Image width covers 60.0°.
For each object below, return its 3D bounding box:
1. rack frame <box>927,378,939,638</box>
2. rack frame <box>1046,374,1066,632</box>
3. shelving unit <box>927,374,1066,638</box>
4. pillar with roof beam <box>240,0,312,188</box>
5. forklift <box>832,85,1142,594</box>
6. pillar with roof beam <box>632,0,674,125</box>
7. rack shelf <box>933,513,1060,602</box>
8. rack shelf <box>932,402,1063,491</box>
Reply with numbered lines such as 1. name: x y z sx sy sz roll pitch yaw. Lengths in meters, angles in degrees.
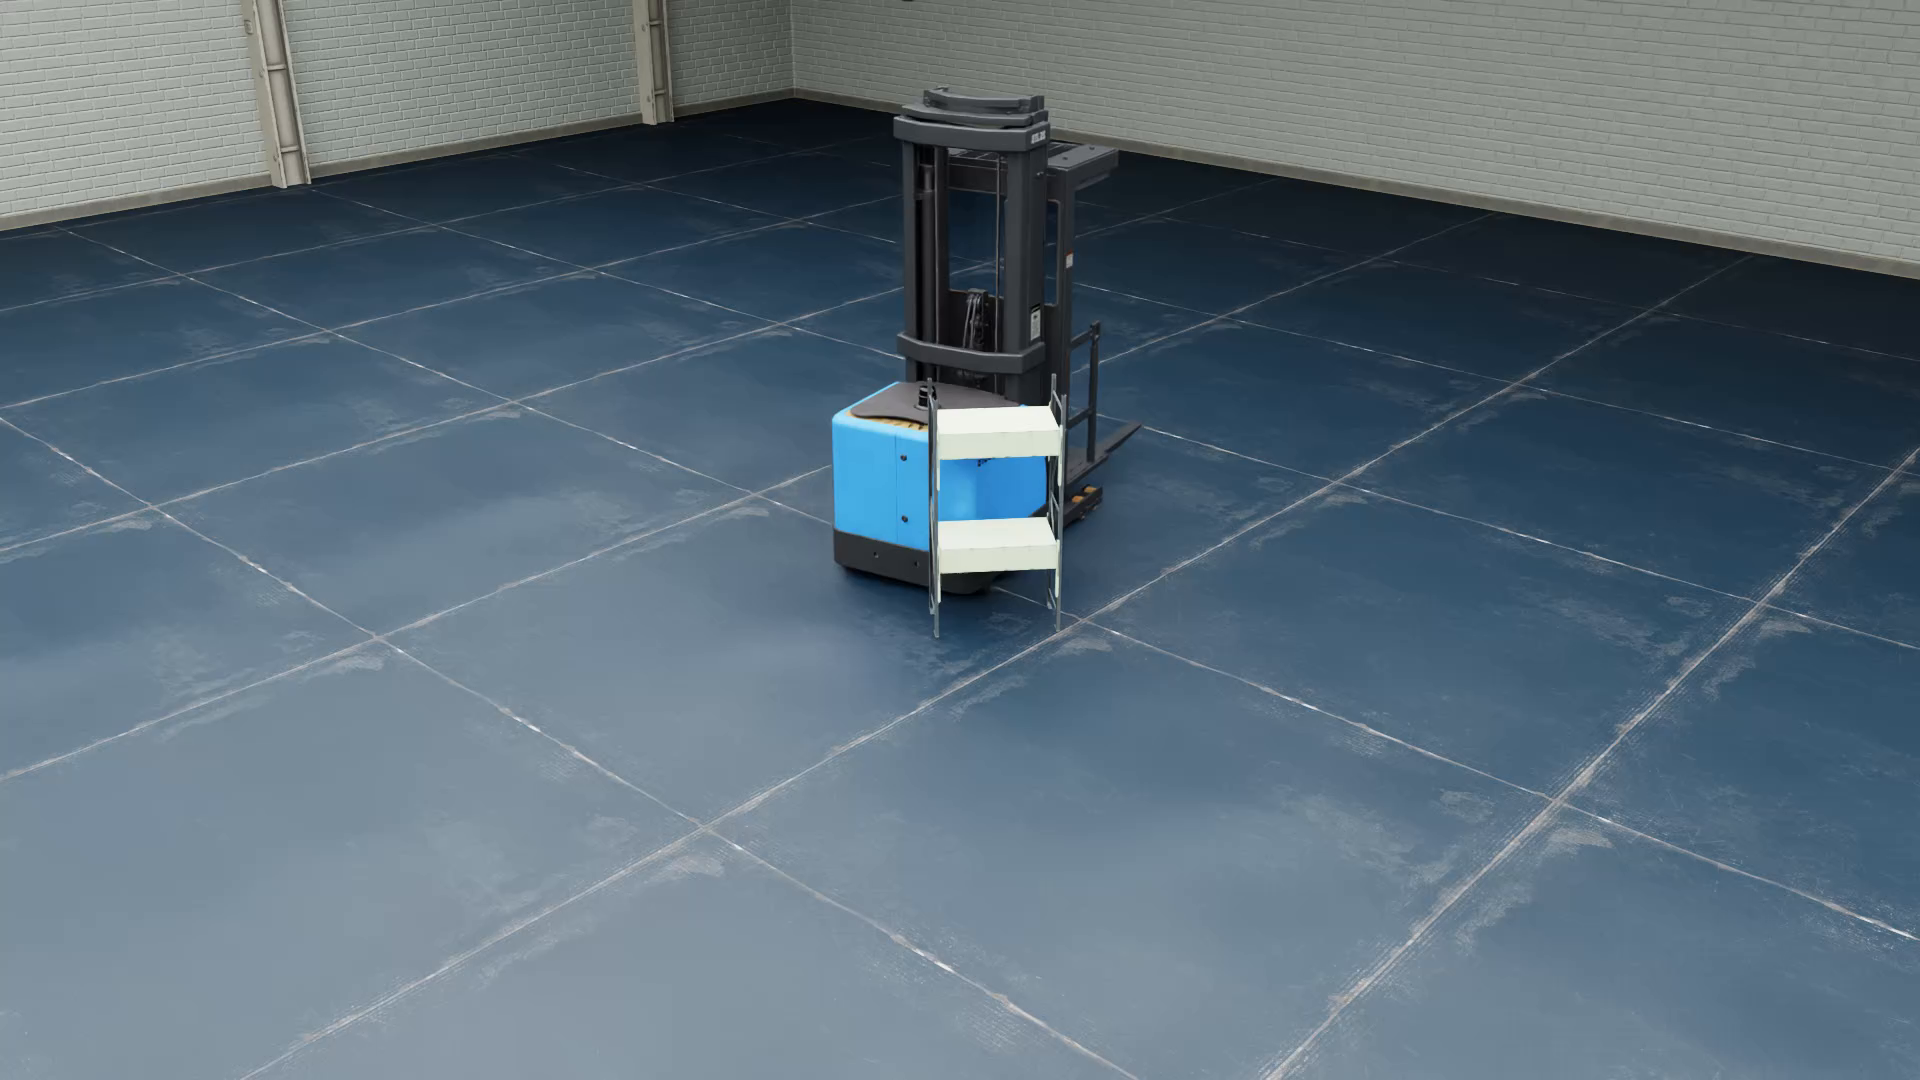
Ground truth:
1. rack frame: -0.158 -0.180 9.818 0.023 1.500 0.400 -2 24 -5
2. rack frame: 0.570 -0.211 9.887 0.023 1.500 0.400 -2 24 -5
3. shelving unit: 0.206 -0.195 9.852 0.755 1.500 0.431 -2 24 -5
4. pillar with roof beam: -5.447 -7.538 17.062 9.100 9.000 0.400 20 31 38
5. forklift: 0.351 -1.563 11.153 1.130 2.935 3.031 13 27 27
6. pillar with roof beam: -1.442 -9.366 21.140 9.100 9.000 0.400 20 31 38
7. rack shelf: 0.206 0.102 9.985 0.720 0.370 0.431 -2 24 -5
8. rack shelf: 0.206 -0.551 9.692 0.720 0.370 0.431 -2 24 -5
